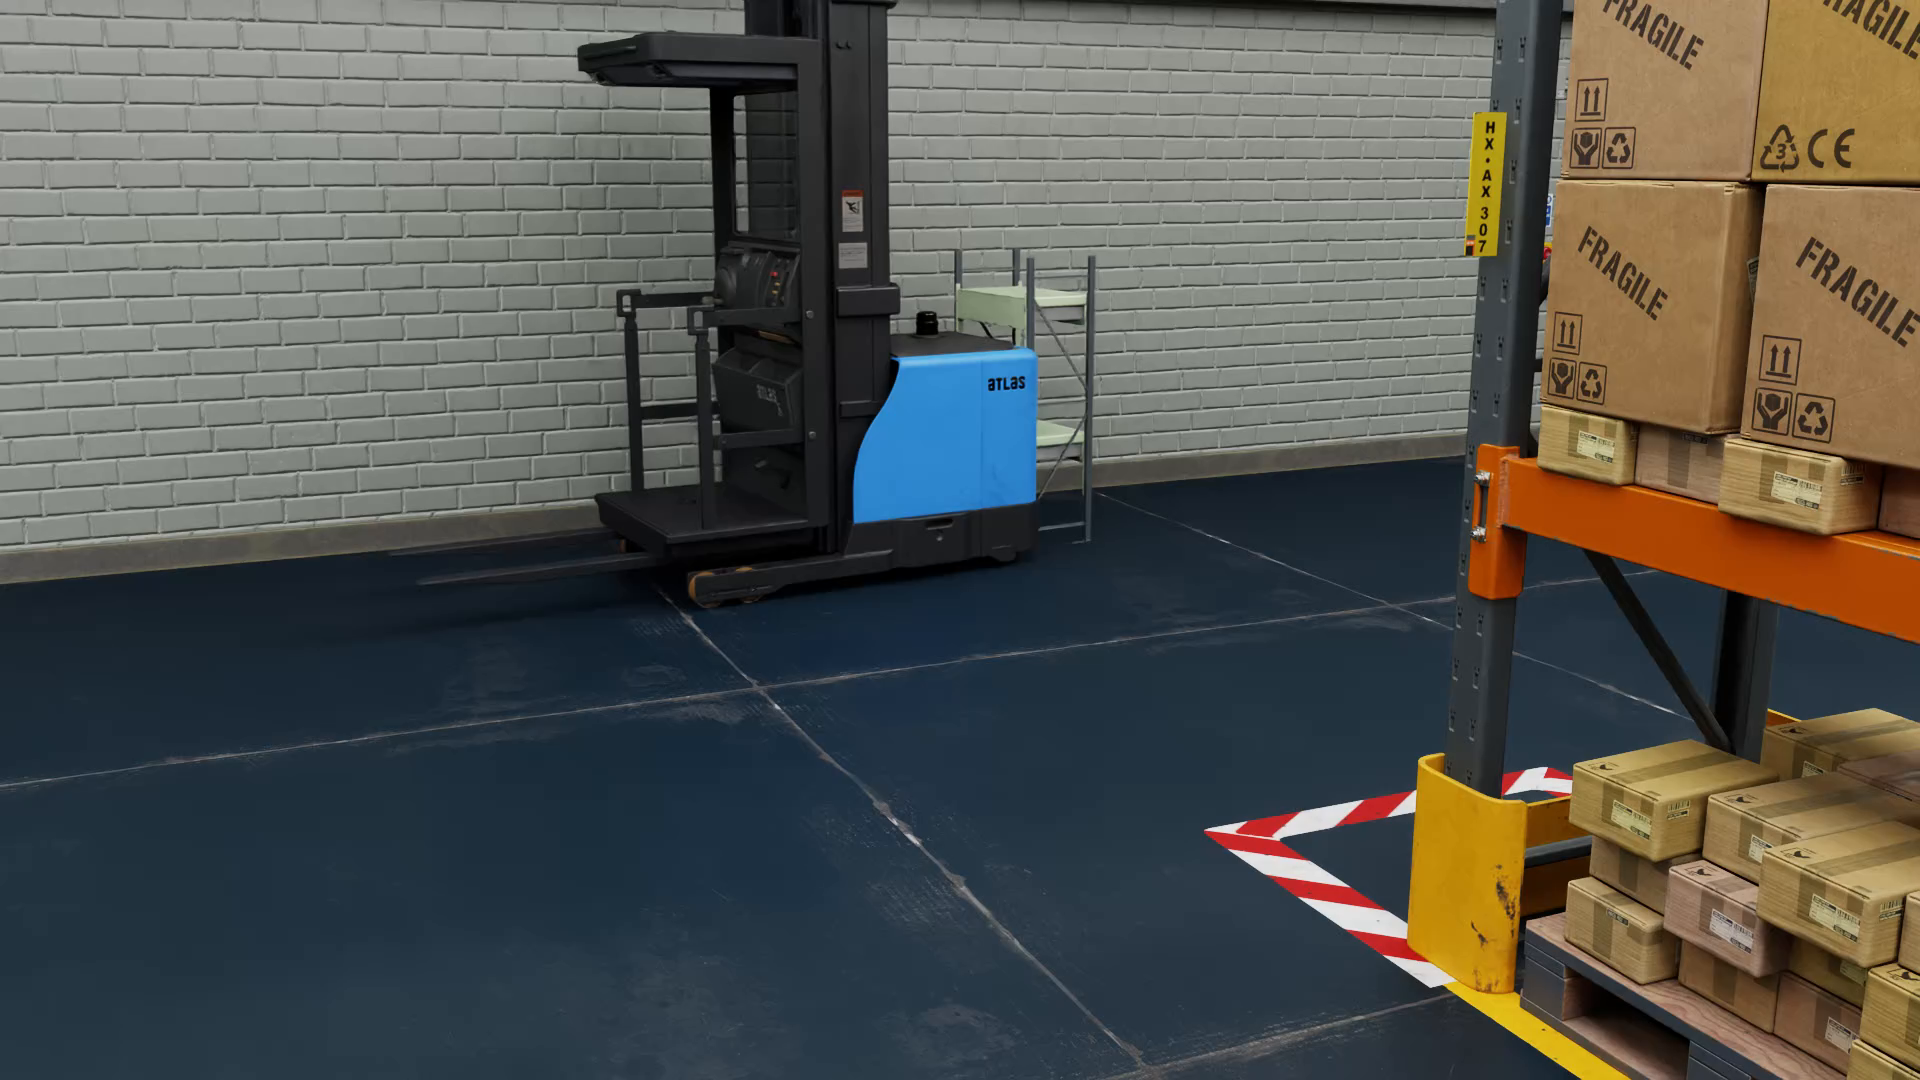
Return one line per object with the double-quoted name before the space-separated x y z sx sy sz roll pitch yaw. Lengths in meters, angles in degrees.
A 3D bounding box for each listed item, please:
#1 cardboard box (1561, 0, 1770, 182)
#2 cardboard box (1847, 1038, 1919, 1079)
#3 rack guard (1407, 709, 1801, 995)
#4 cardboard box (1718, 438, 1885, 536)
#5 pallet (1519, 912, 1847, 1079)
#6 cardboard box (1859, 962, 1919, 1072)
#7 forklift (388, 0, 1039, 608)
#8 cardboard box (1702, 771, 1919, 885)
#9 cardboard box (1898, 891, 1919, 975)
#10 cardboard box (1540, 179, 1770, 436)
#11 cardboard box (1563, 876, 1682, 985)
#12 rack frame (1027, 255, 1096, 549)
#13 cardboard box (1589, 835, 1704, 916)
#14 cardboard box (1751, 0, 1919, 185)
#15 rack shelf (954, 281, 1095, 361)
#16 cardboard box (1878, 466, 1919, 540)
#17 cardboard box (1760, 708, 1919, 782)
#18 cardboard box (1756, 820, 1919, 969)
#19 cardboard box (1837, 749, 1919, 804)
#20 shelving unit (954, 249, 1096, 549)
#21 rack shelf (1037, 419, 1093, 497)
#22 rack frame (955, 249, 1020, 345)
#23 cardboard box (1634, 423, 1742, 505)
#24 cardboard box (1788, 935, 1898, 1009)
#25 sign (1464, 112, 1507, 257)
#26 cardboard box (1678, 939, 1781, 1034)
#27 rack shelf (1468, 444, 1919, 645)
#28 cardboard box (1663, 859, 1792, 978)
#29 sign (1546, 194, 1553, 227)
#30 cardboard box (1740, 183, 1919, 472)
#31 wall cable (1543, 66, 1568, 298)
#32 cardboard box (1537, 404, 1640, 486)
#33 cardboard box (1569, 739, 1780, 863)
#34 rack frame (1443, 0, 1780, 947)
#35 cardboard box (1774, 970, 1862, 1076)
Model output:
"cardboard box" 1.652 -1.013 3.496 0.500 0.500 0.500 -6 14 -23
"cardboard box" 1.920 1.033 3.147 0.380 0.149 0.250 -5 14 -22
"rack guard" 1.746 0.785 4.371 1.175 0.500 0.348 -6 14 -23
"cardboard box" 1.744 -0.121 3.297 0.380 0.149 0.250 -6 14 -25
"pallet" 2.039 1.096 3.665 1.003 0.211 1.213 -6 14 -23
"cardboard box" 1.931 0.889 3.108 0.380 0.149 0.250 -5 14 -21
"forklift" -1.142 -1.254 7.786 3.031 2.935 1.130 -7 15 -28
"cardboard box" 1.835 0.631 3.565 0.380 0.149 0.250 -5 14 -22
"cardboard box" 1.993 0.738 3.101 0.380 0.149 0.250 -6 14 -26
"cardboard box" 1.642 -0.525 3.604 0.500 0.500 0.500 -5 14 -20
"cardboard box" 1.632 0.872 3.839 0.380 0.149 0.250 -5 14 -22
"rack frame" 0.514 -0.701 8.571 0.400 1.500 0.023 -7 15 -29
"cardboard box" 1.690 0.722 3.830 0.380 0.149 0.250 -5 14 -21
"cardboard box" 1.860 -0.909 3.048 0.500 0.500 0.500 -5 14 -21
"rack shelf" 0.332 -1.152 8.792 0.431 0.370 0.720 -7 15 -29
"cardboard box" 1.973 -0.080 3.119 0.380 0.149 0.250 -5 14 -20
"cardboard box" 2.160 0.532 3.991 0.380 0.149 0.250 -5 14 -22
"cardboard box" 1.818 0.694 3.290 0.380 0.149 0.250 -6 14 -23
"cardboard box" 2.208 0.589 3.744 0.380 0.149 0.250 -5 14 -22
"shelving unit" 0.332 -0.772 8.880 0.431 1.500 0.755 -7 15 -29
"rack shelf" 0.332 -0.455 8.954 0.431 0.370 0.720 -7 15 -29
"rack frame" 0.151 -0.844 9.190 0.400 1.500 0.023 -7 15 -29
"cardboard box" 1.685 -0.181 3.558 0.380 0.149 0.250 -5 14 -21
"cardboard box" 1.927 0.826 3.380 0.380 0.149 0.250 -5 14 -22
"sign" 1.218 -0.822 3.848 0.100 0.325 0.005 -6 14 -23
"cardboard box" 1.812 0.919 3.637 0.380 0.149 0.250 -6 14 -23
"rack shelf" 2.517 0.315 2.453 1.077 0.370 4.000 -6 14 -23
"cardboard box" 1.748 0.784 3.564 0.380 0.149 0.250 -6 14 -23
"sign" 3.862 -2.220 11.209 0.327 0.218 0.001 -6 14 -23
"cardboard box" 1.880 -0.417 3.136 0.500 0.500 0.500 -6 14 -23
"wall cable" 3.930 -2.590 11.086 0.585 1.953 0.123 -6 14 -23
"cardboard box" 1.545 -0.230 3.769 0.380 0.149 0.250 -6 14 -23
"cardboard box" 1.614 0.584 3.764 0.380 0.149 0.250 -6 14 -26
"rack frame" 1.715 -0.449 4.157 1.000 3.000 0.127 -6 14 -23
"cardboard box" 1.918 0.970 3.418 0.380 0.149 0.250 -5 14 -22
